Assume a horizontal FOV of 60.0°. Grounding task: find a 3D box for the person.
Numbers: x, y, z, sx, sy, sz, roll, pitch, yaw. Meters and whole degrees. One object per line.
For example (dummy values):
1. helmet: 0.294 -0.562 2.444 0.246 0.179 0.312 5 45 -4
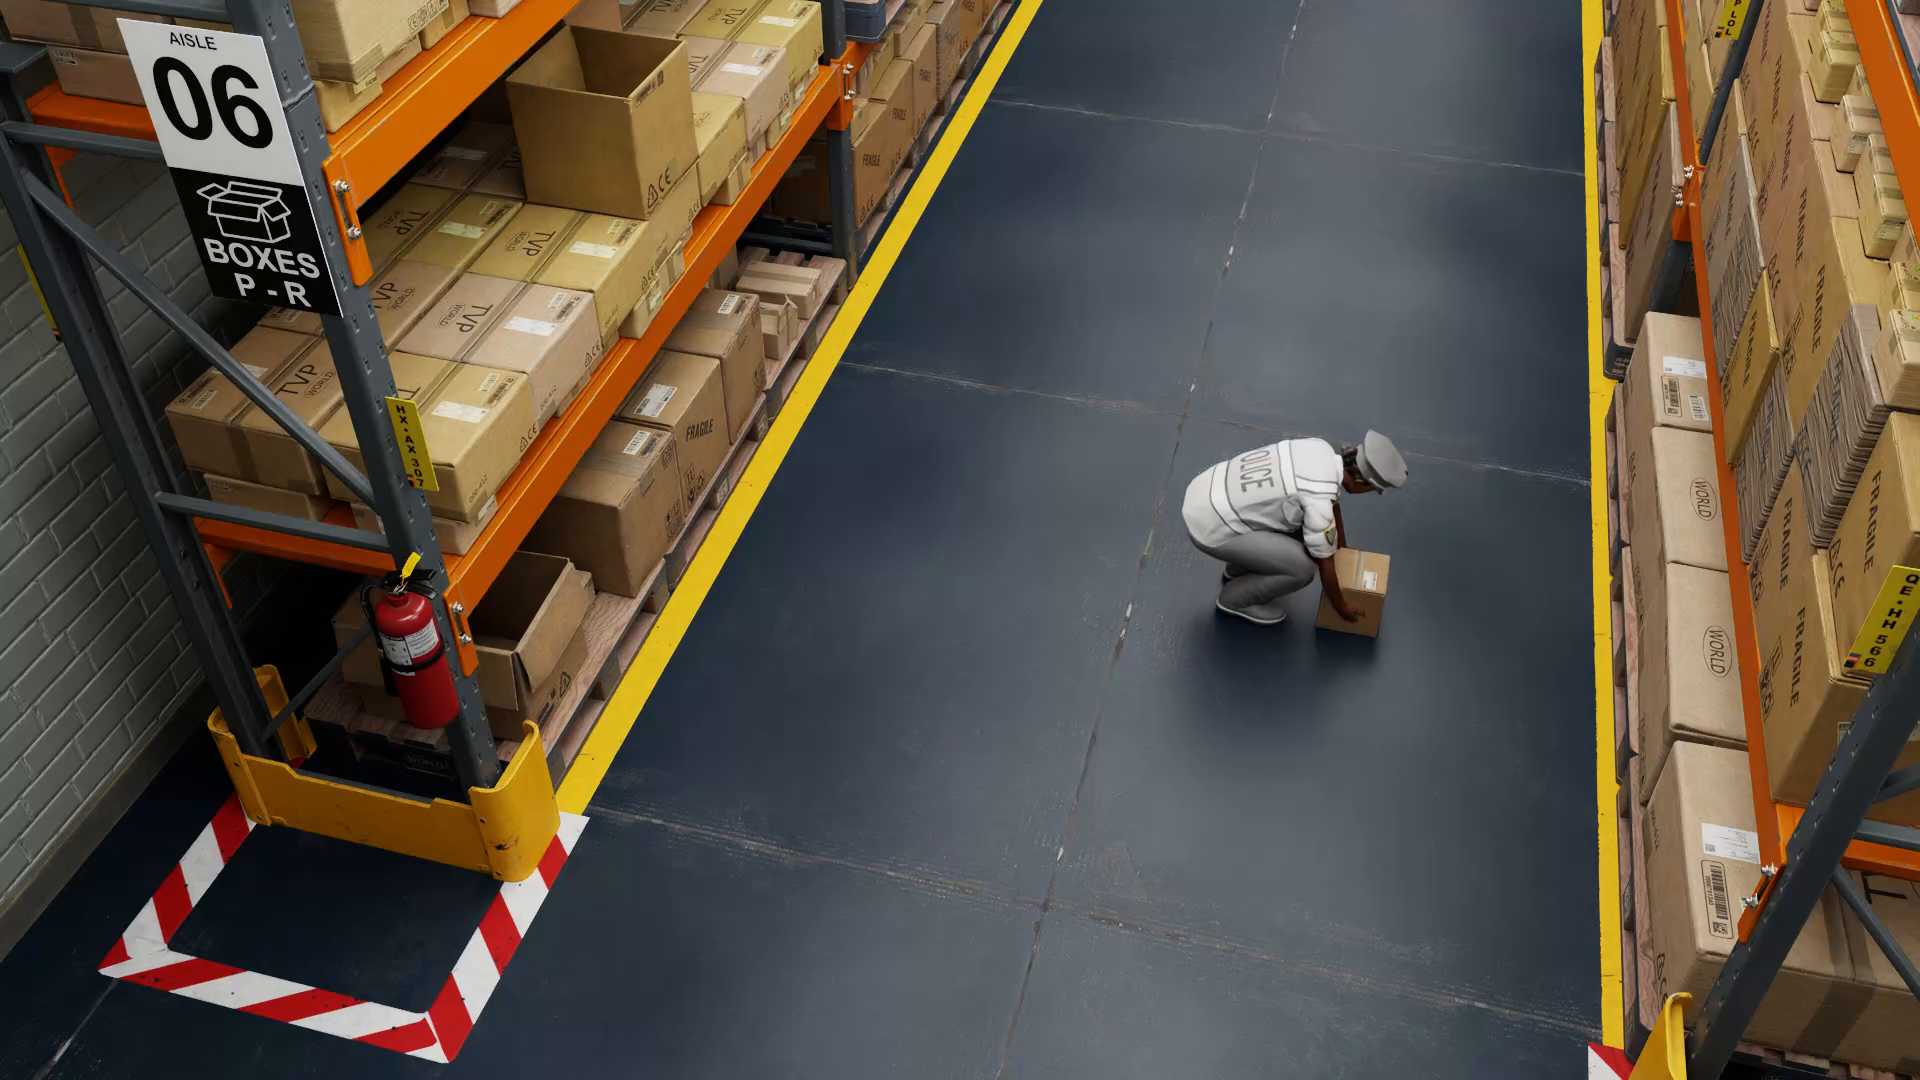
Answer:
1. person: 1.353 -0.078 6.851 0.864 0.877 0.472 10 42 11
